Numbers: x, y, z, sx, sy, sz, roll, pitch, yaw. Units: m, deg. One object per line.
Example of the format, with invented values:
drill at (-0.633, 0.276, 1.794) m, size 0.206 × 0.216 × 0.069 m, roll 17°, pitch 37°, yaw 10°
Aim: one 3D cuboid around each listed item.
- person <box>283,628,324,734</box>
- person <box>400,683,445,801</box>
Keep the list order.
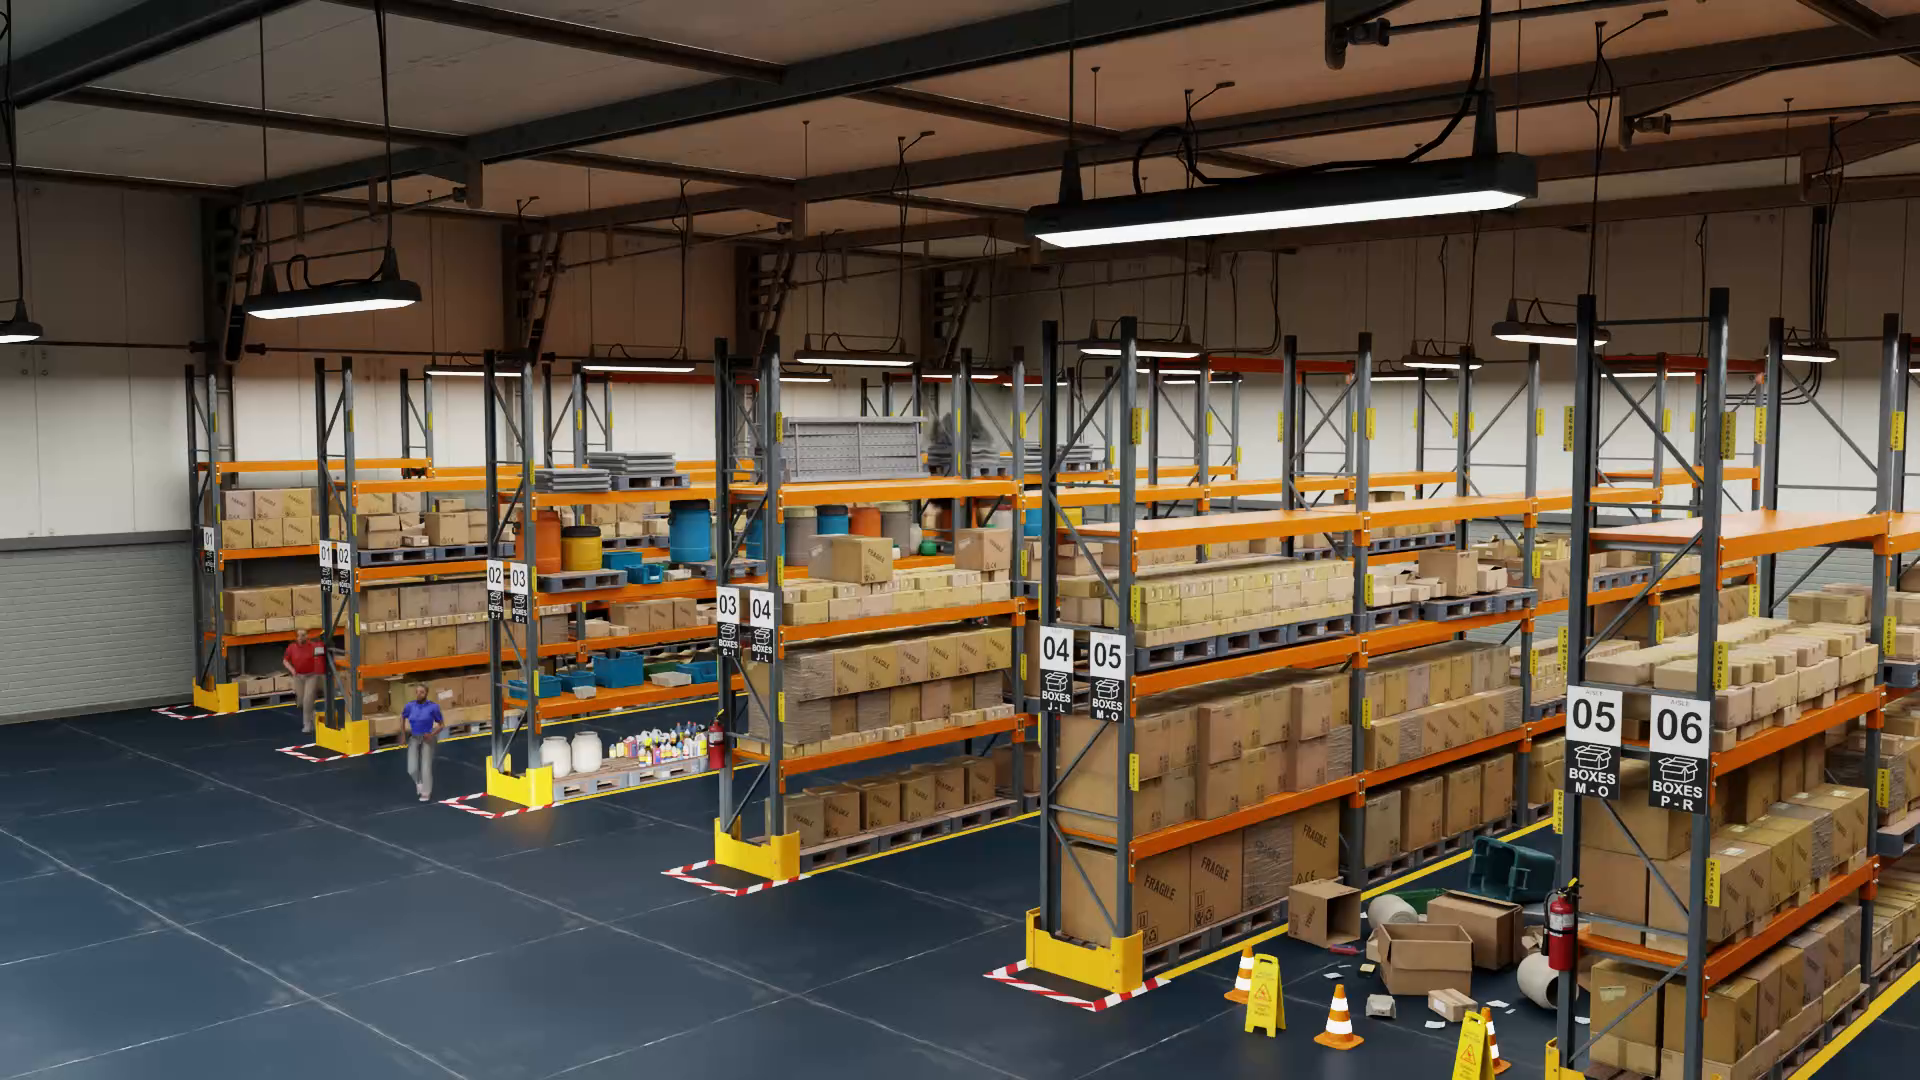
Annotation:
person at (-10.659, 2.252, 27.133) m, size 0.651 × 1.695 × 0.907 m, roll 0°, pitch 4°, yaw -5°
person at (-7.129, 2.682, 22.015) m, size 0.613 × 1.581 × 0.596 m, roll 0°, pitch 4°, yaw -5°
